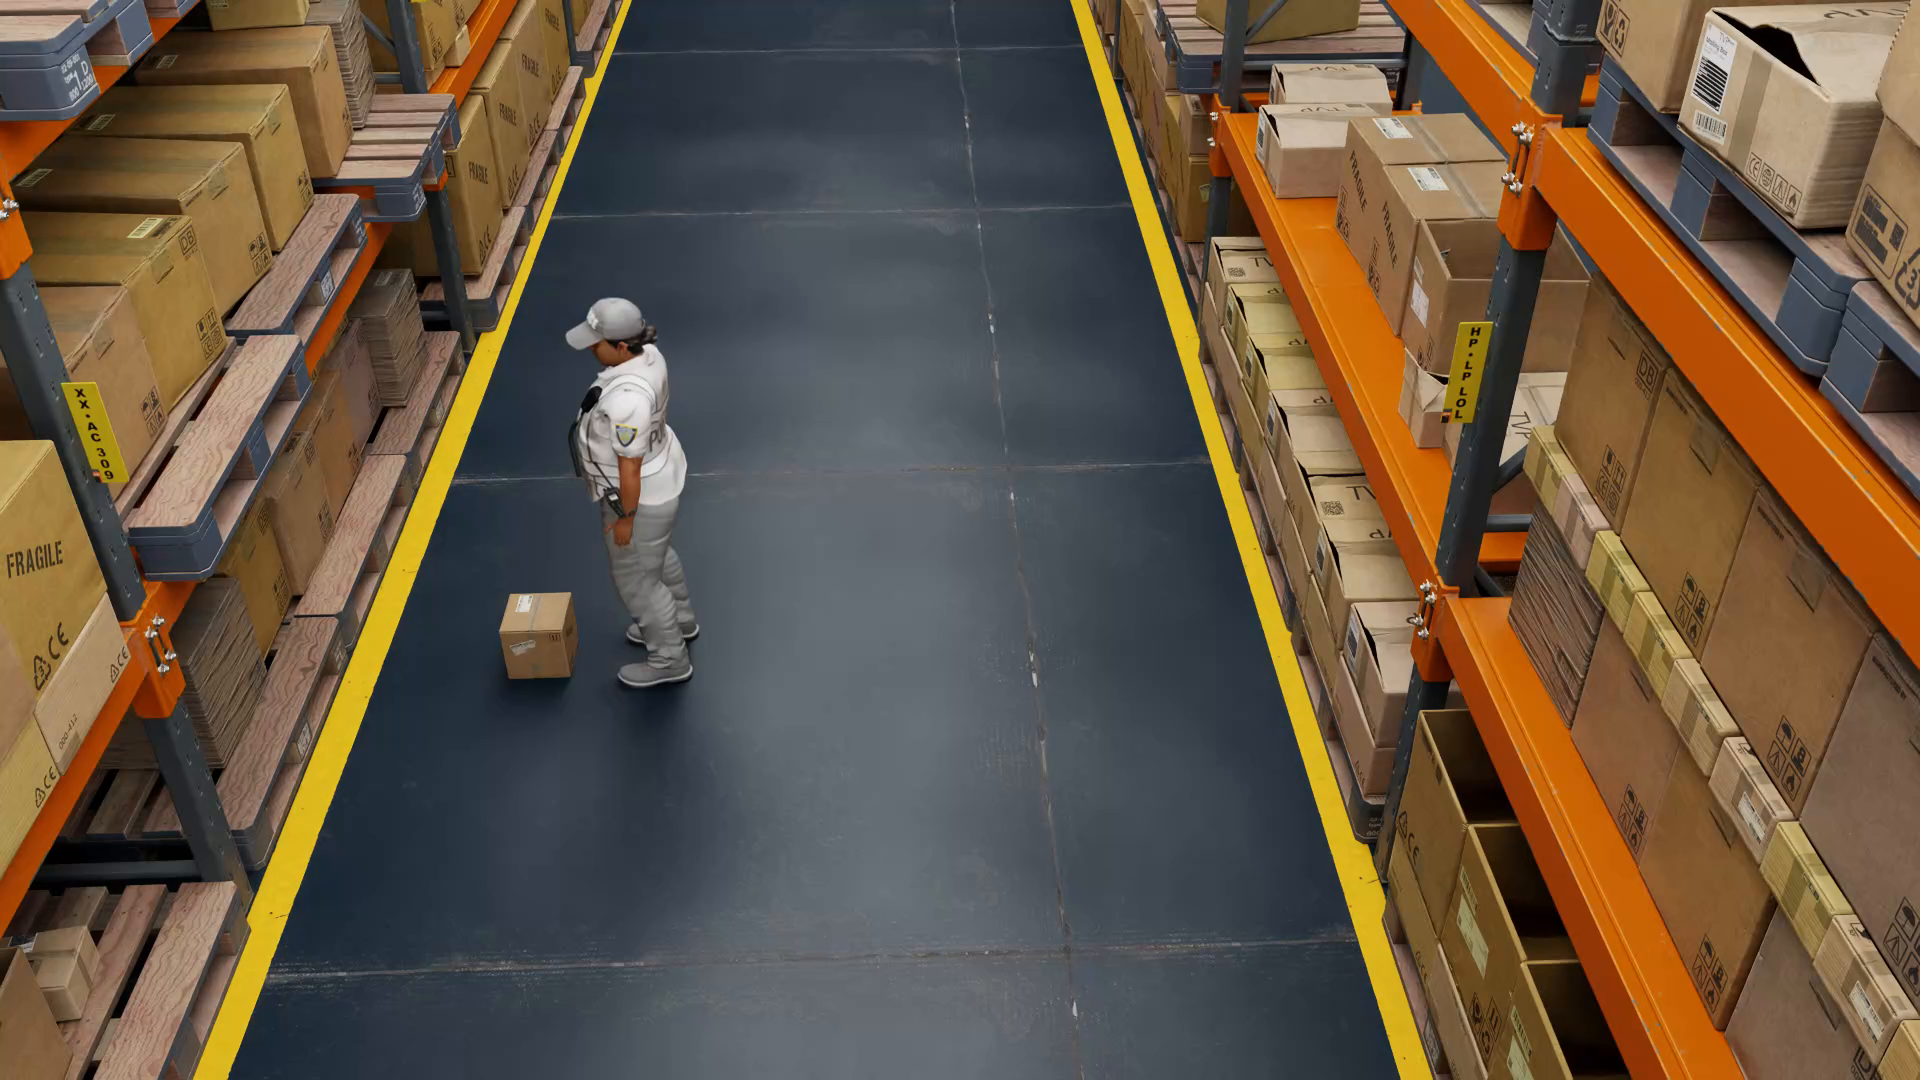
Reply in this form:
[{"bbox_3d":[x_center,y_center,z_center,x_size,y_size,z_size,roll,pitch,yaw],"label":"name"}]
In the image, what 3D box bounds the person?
[{"bbox_3d":[-1.248,-0.180,6.404,0.390,1.660,0.469,-1,35,-1],"label":"person"}]
